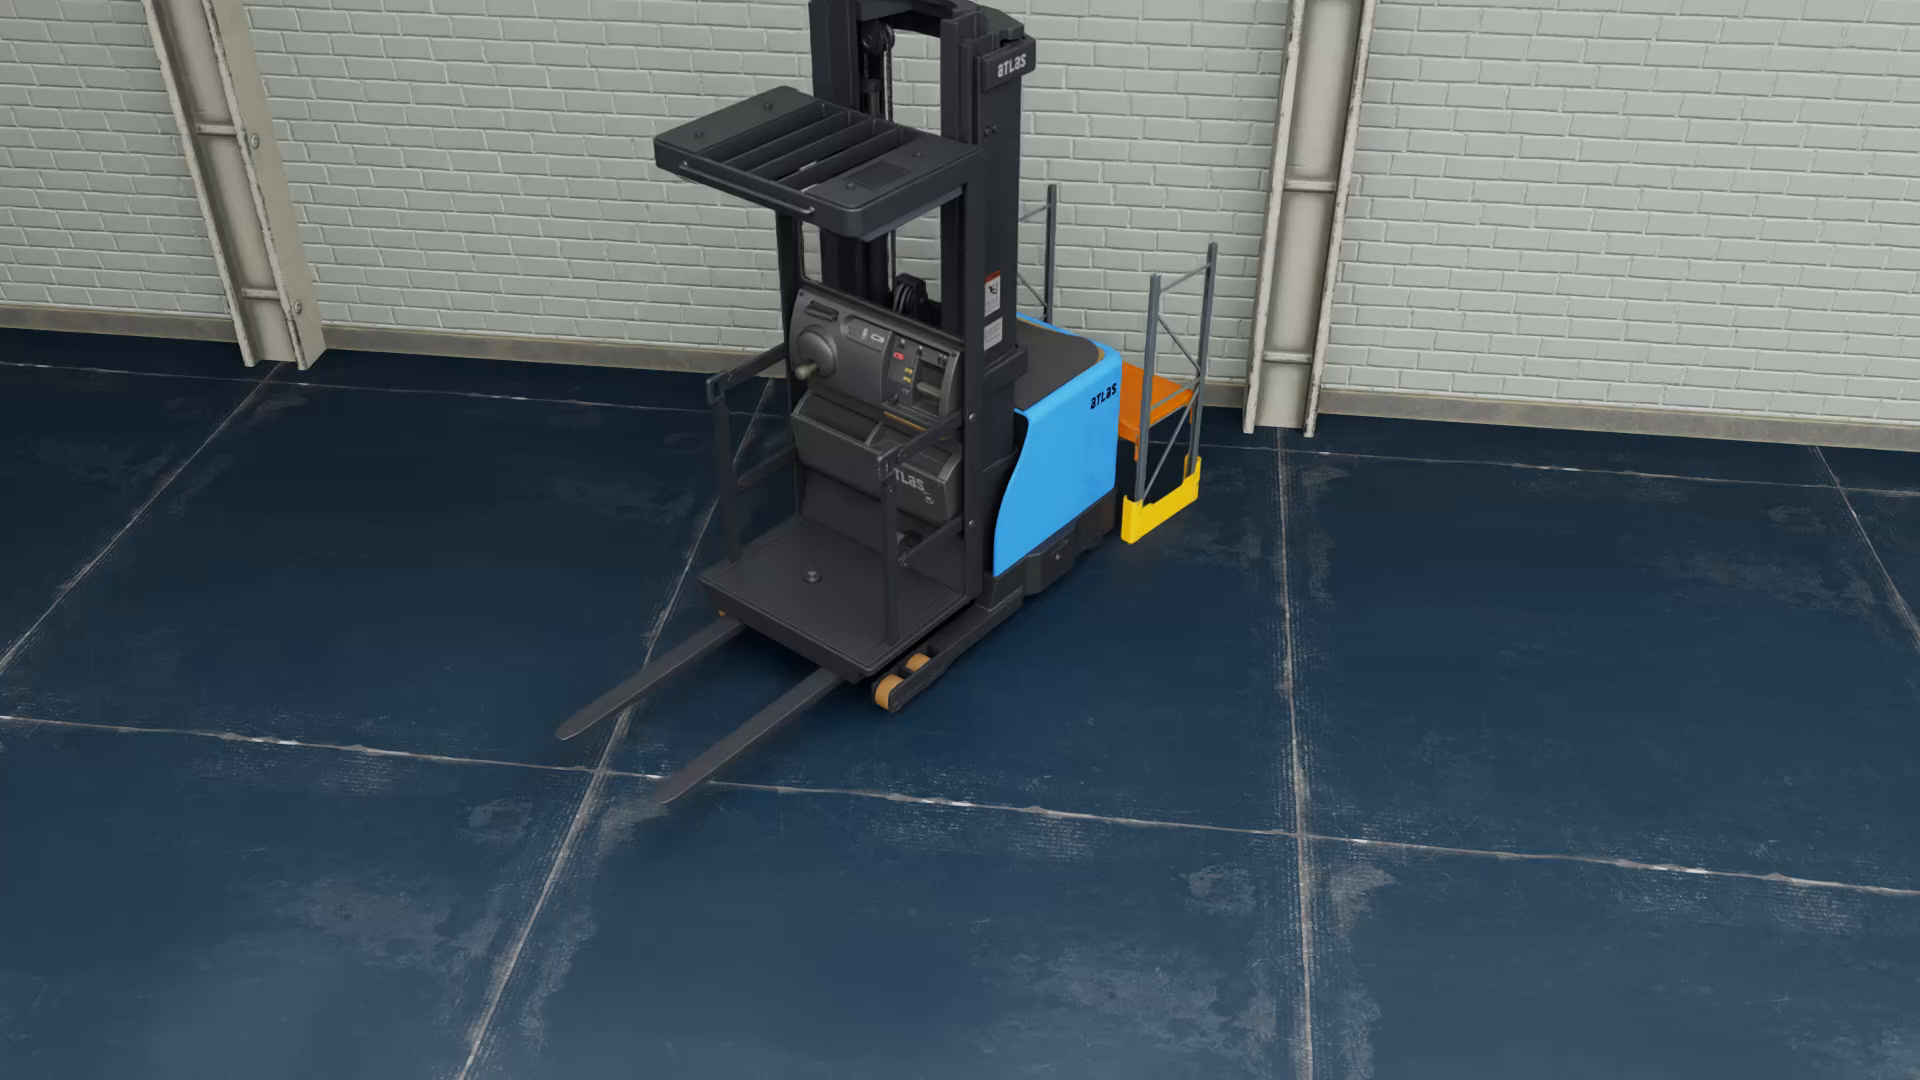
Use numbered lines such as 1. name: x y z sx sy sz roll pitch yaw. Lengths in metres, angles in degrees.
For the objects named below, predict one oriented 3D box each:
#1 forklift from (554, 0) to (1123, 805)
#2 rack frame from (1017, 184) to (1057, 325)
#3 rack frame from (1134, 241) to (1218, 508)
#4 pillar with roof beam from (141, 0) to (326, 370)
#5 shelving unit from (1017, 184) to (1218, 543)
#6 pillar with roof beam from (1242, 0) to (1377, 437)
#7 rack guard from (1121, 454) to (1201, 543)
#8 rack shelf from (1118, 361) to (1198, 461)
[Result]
1. forklift: -0.514 -0.746 7.130 1.130 2.935 3.031 25 43 31
2. rack frame: 0.322 -1.124 8.892 0.032 1.500 0.500 28 44 34
3. rack frame: 1.068 -0.723 8.330 0.032 1.500 0.500 28 44 34
4. pillar with roof beam: -4.673 -2.312 4.100 0.400 9.000 9.100 4 36 6
5. shelving unit: 0.689 -0.928 8.616 1.083 1.500 0.587 28 44 34
6. pillar with roof beam: 1.279 -1.868 3.478 0.400 9.000 9.100 4 36 6
7. rack guard: 1.054 -0.222 8.703 0.087 0.250 0.587 28 44 34
8. rack shelf: 0.695 -0.778 8.715 1.000 0.185 0.538 28 44 34
